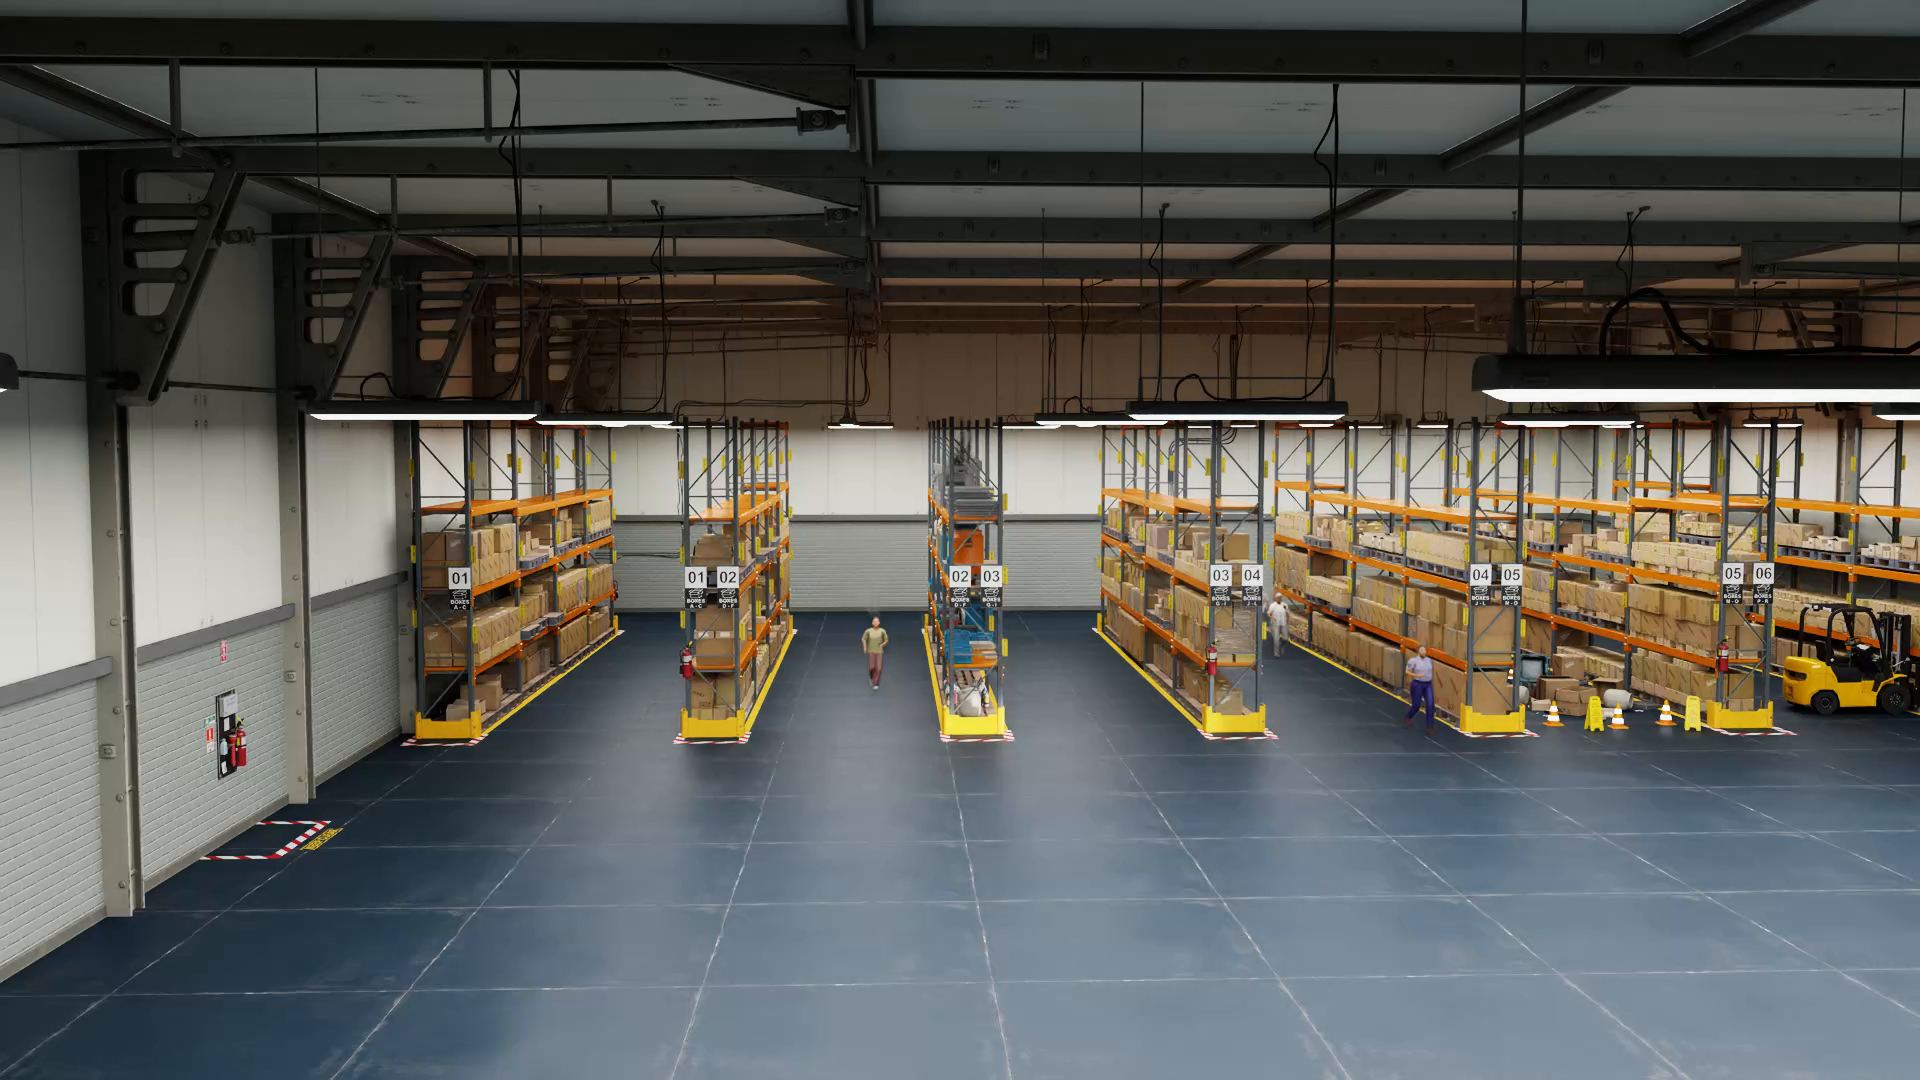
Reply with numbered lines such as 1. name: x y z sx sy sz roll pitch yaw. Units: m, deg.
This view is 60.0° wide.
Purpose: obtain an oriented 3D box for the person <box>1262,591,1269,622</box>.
1. person: 7.907 1.950 44.287 0.657 1.749 0.631 0 4 1

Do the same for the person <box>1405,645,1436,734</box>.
1. person: 8.796 2.837 31.783 0.611 1.681 0.787 -1 4 -11

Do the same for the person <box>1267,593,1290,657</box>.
1. person: 8.103 2.159 42.163 0.599 1.621 0.557 0 4 -2

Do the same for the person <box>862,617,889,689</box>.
1. person: -1.864 2.508 36.782 0.580 1.623 0.533 0 4 -7
